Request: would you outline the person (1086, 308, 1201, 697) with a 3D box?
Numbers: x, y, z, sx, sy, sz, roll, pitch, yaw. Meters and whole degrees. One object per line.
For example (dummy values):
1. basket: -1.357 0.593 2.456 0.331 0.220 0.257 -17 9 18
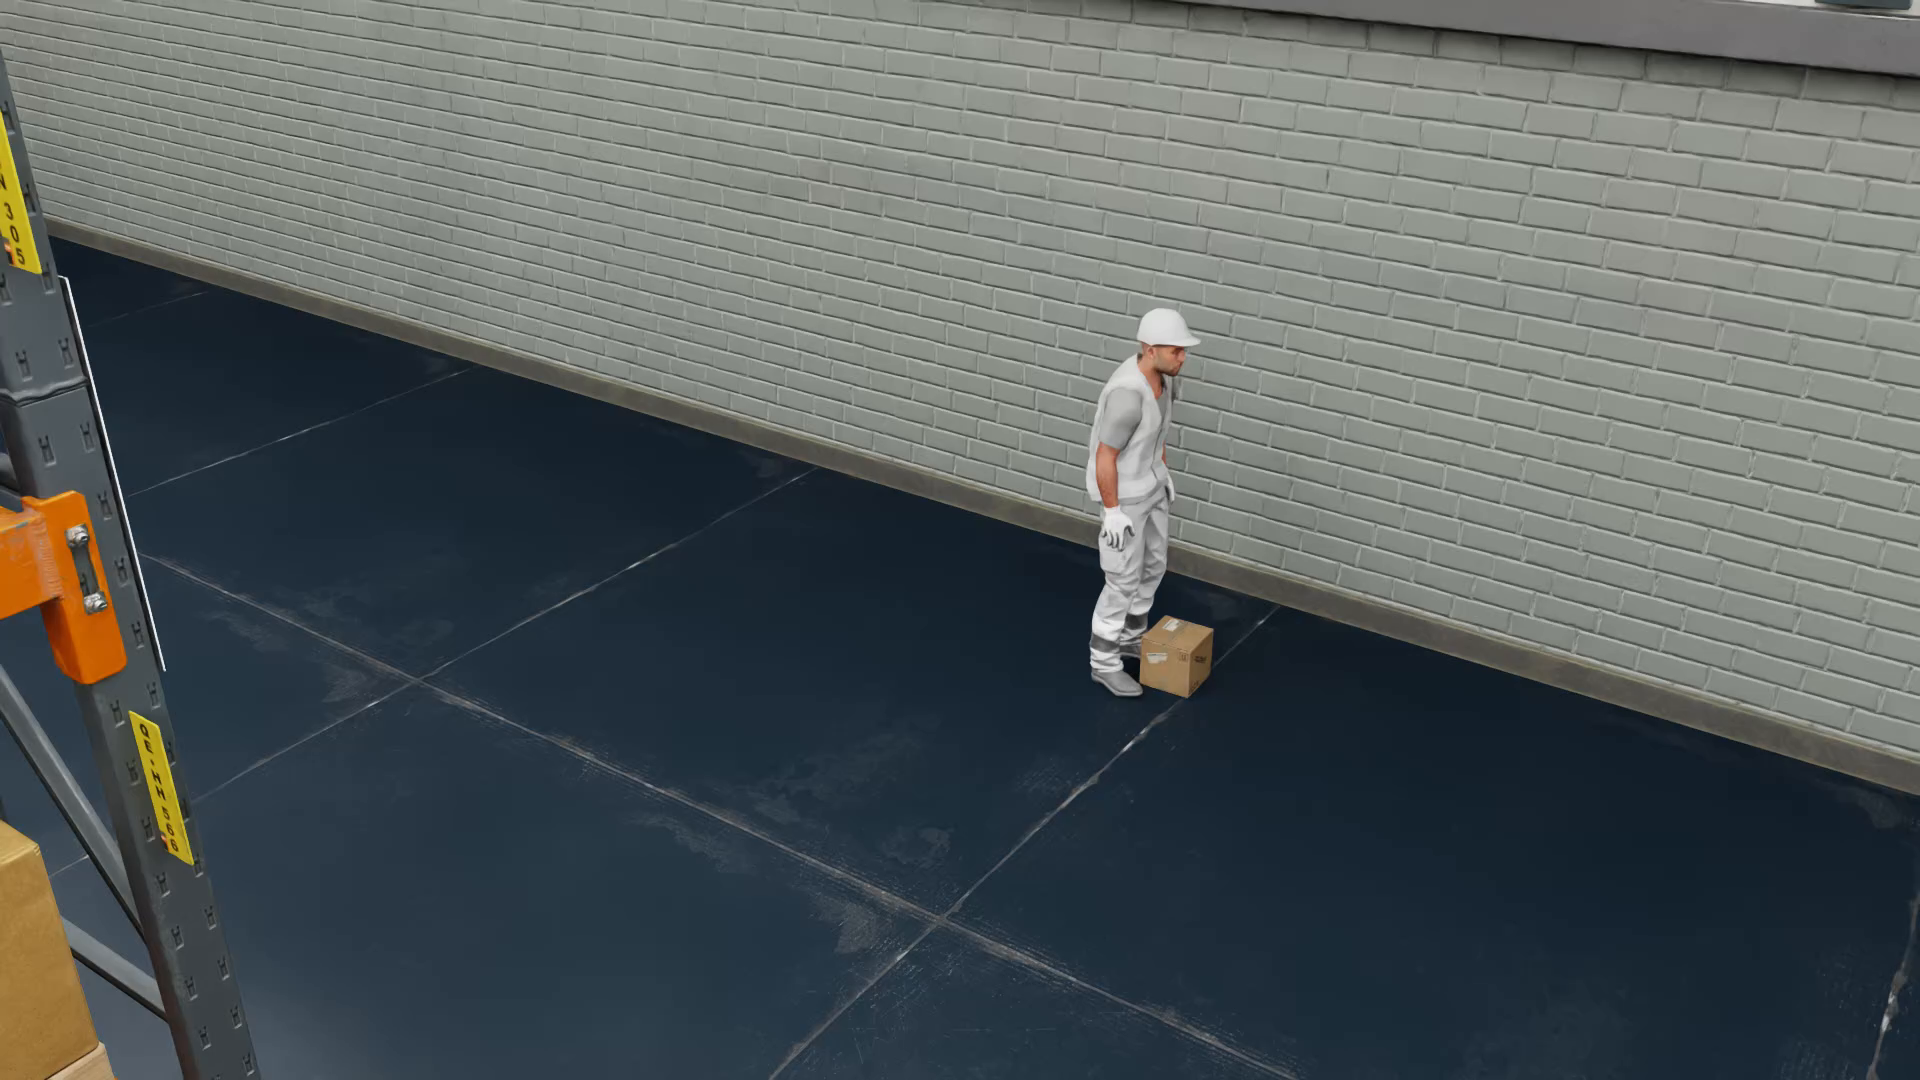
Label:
1. person: 0.808 -0.191 7.482 0.454 1.777 0.606 16 31 28
